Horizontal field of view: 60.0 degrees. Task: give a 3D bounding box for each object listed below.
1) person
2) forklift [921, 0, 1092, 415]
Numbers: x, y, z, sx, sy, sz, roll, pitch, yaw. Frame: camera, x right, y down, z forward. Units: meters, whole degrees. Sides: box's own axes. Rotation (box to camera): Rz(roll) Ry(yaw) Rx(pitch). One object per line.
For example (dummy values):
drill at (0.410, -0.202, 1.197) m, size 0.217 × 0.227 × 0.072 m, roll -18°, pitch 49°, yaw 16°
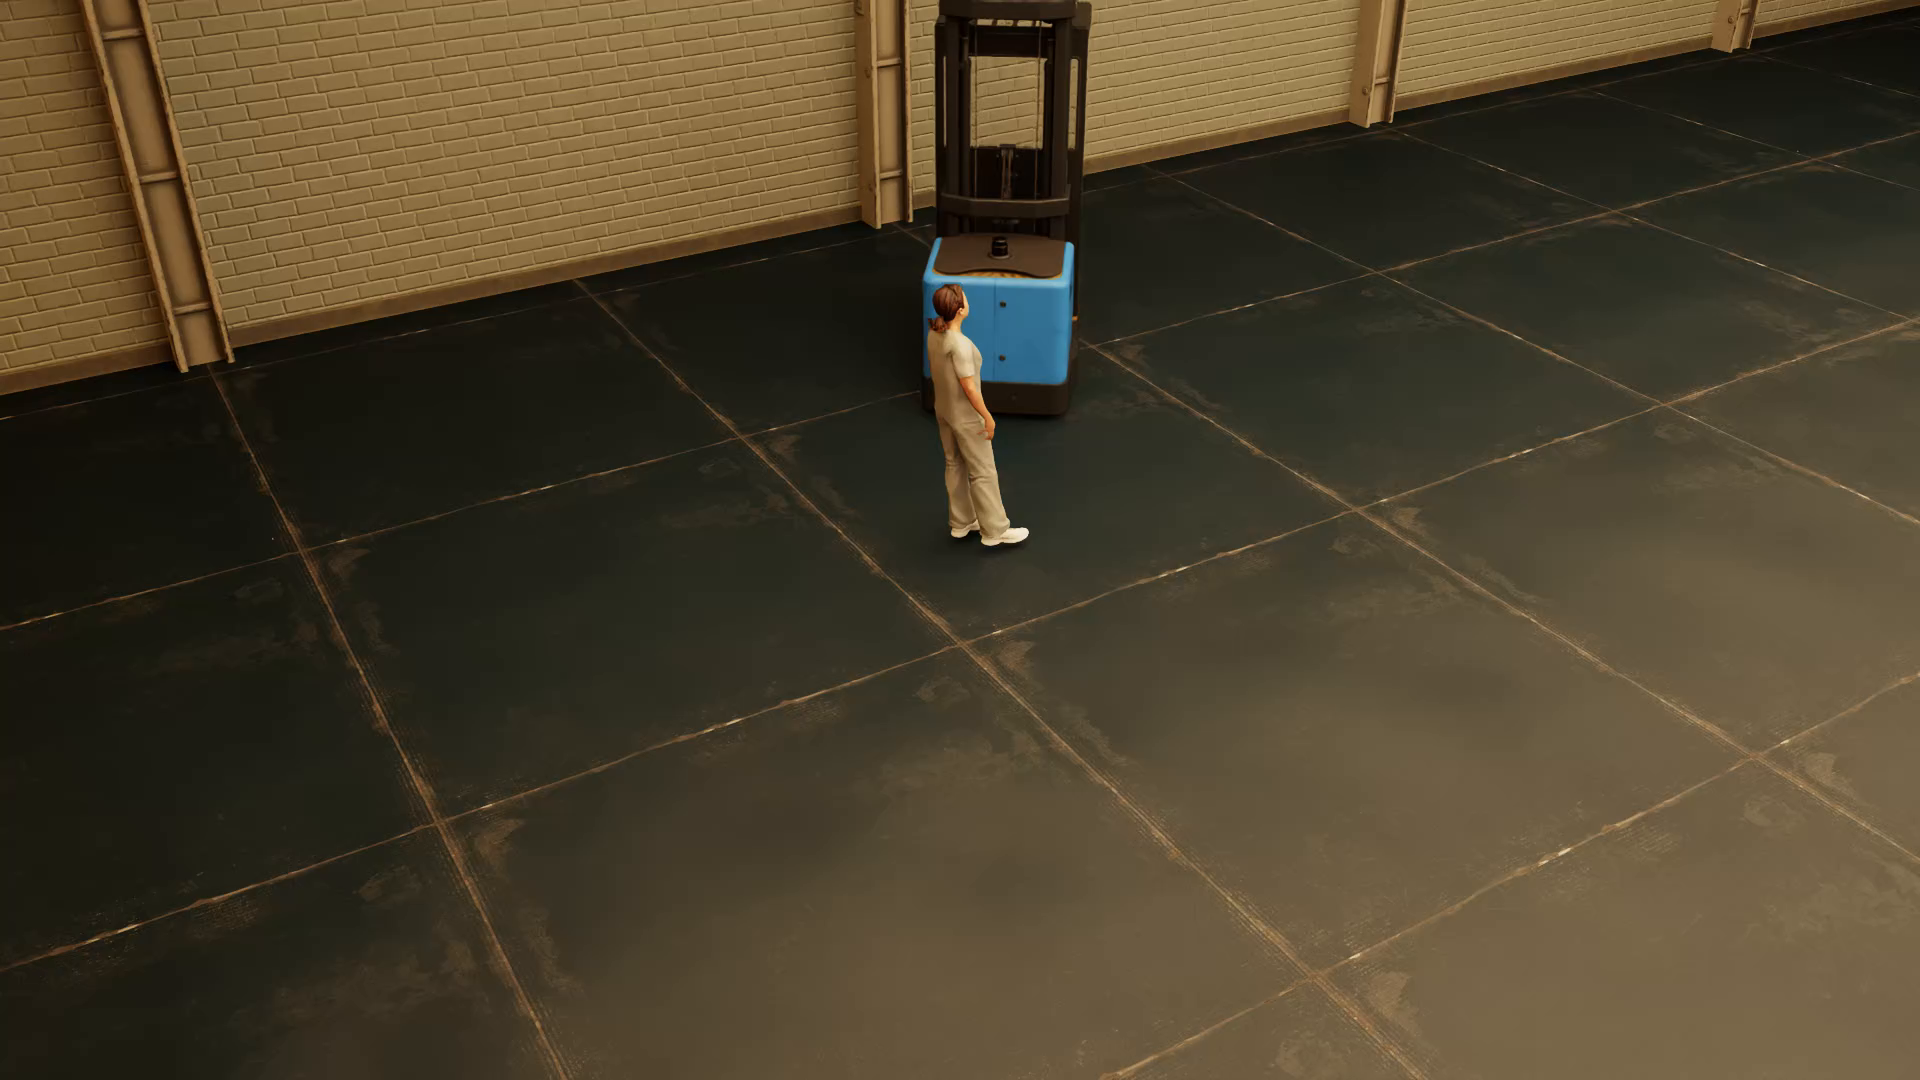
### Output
person at (0.081, -0.776, 10.073) m, size 0.524 × 1.673 × 0.550 m, roll -17°, pitch 35°, yaw -26°
forklift at (0.389, -2.879, 12.455) m, size 1.130 × 2.935 × 3.031 m, roll 3°, pitch 31°, yaw 5°
